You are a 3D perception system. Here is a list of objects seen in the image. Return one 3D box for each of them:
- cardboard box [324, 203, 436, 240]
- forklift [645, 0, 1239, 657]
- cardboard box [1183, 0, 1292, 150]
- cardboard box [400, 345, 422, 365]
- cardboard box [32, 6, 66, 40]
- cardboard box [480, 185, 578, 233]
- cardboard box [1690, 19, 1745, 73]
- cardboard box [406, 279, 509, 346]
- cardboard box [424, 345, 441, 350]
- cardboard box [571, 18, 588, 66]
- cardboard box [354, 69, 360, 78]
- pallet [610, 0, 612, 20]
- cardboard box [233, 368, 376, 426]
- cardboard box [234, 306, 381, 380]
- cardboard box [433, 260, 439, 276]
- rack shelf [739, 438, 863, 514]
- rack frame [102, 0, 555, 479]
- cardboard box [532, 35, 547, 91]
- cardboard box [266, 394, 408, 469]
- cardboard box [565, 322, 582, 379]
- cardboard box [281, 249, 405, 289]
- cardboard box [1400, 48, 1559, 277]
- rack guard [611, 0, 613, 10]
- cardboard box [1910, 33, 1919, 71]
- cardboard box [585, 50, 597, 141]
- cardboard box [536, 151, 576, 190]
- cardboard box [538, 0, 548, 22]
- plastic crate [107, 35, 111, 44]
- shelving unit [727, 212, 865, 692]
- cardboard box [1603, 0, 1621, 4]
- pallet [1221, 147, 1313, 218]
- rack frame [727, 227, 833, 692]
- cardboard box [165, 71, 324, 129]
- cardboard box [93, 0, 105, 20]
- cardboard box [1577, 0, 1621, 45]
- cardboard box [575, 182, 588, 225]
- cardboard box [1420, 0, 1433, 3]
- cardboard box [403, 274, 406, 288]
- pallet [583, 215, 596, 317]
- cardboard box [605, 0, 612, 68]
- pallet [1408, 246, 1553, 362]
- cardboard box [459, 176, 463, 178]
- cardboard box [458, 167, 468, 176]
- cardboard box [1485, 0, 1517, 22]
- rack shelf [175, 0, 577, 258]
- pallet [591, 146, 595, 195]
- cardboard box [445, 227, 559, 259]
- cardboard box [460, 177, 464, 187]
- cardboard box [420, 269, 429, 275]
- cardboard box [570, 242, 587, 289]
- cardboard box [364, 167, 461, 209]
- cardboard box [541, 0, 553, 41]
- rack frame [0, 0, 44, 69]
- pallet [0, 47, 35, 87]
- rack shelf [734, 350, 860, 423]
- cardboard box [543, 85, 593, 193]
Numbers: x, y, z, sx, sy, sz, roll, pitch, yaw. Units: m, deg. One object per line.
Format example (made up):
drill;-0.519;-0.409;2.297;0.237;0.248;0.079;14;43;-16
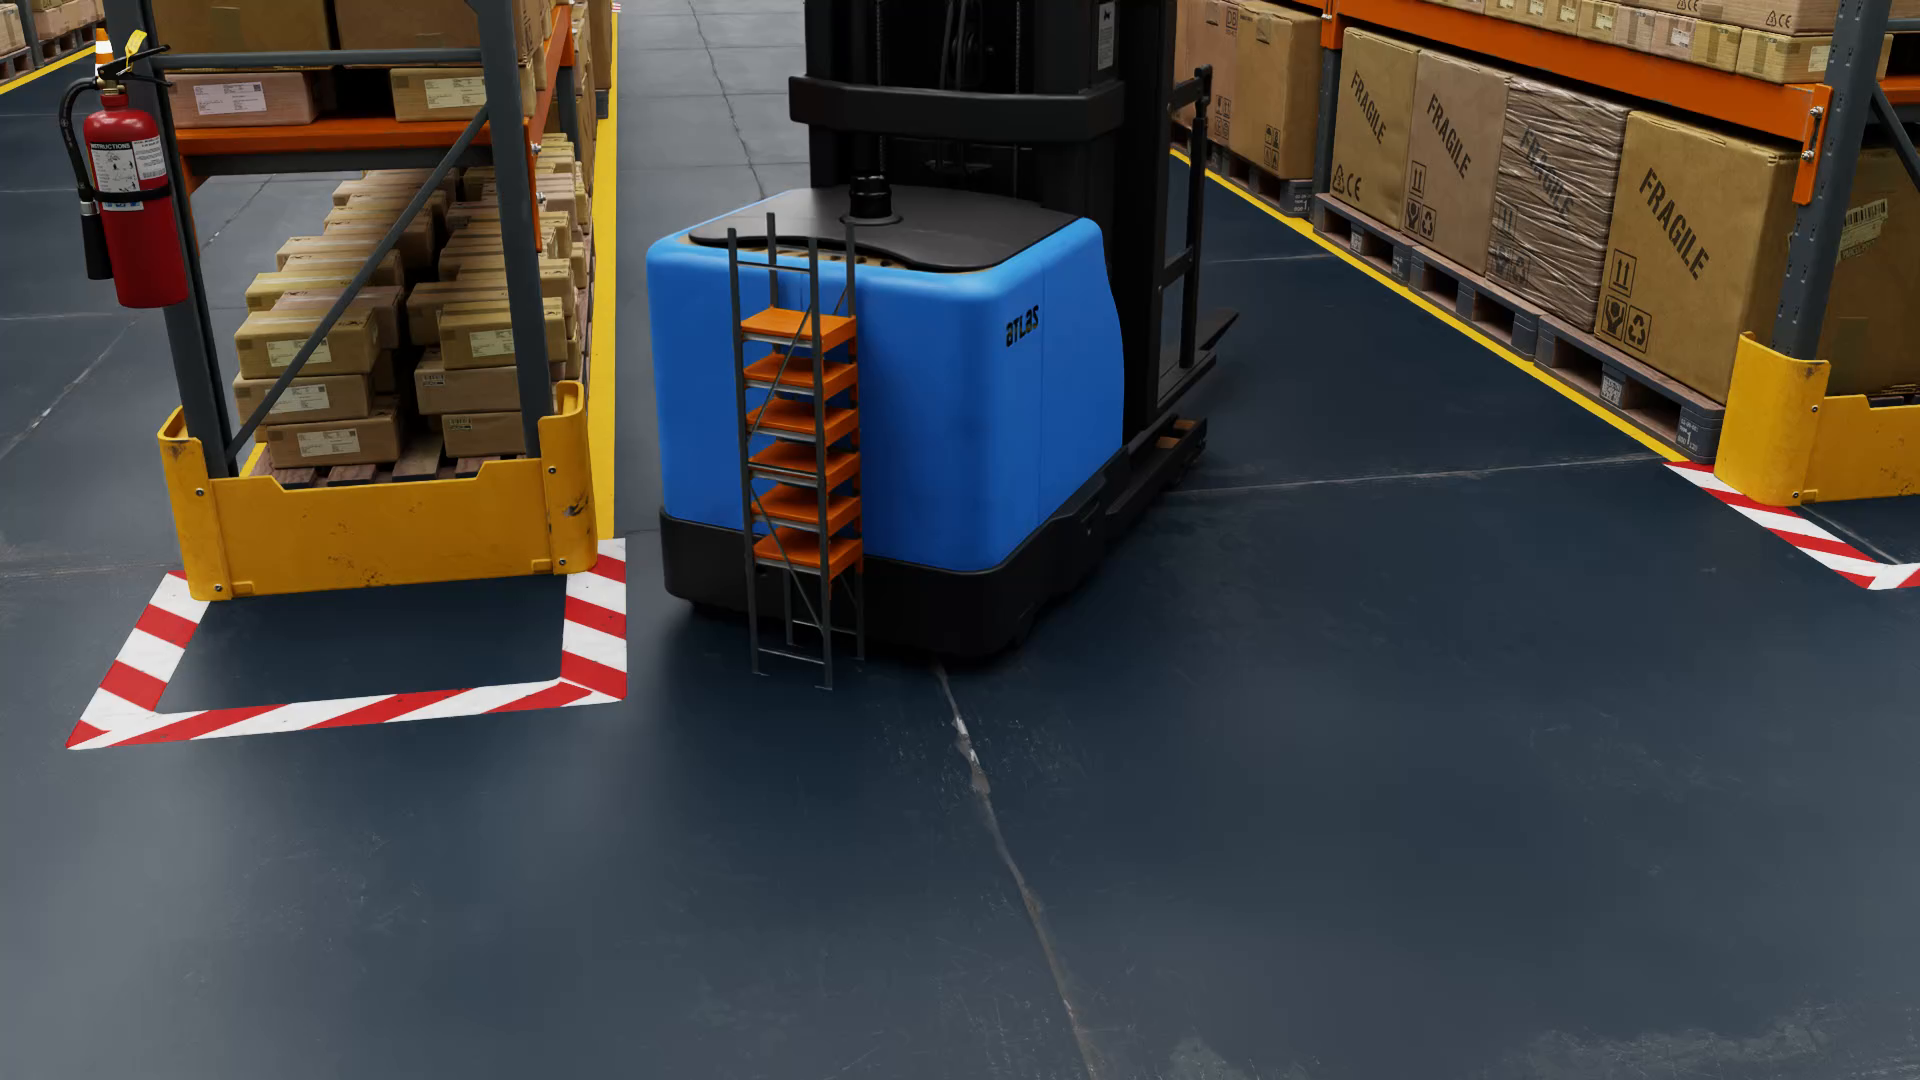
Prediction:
cardboard box;-2.308;-1.237;6.628;0.380;0.149;0.250;-4;24;-9
forklift;0.221;-1.595;5.239;1.130;2.935;3.031;10;26;22
cardboard box;2.157;-2.993;10.486;1.225;0.875;0.875;-5;24;-12
cardboard box;-2.165;-0.650;6.028;0.380;0.149;0.250;-4;24;-9
cardboard box;-8.601;-4.771;15.336;0.500;0.250;0.500;-5;24;-12
cardboard box;-1.797;-1.376;6.947;0.380;0.149;0.250;-5;24;-12
cardboard box;2.761;-1.702;5.714;0.380;0.149;0.250;-4;24;-9
cardboard box;-1.625;-0.762;5.540;0.380;0.149;0.250;-4;24;-9
cardboard box;-1.664;-0.721;5.819;0.380;0.149;0.250;-4;24;-9
cardboard box;-2.500;-2.957;9.933;0.500;0.250;0.500;-3;24;-8
cardboard box;-2.171;-1.561;5.391;0.380;0.149;0.250;-4;24;-8
pallet;-4.426;-5.979;18.676;1.003;0.211;1.213;-4;24;-10
cardboard box;-2.071;-0.481;5.269;0.380;0.149;0.250;-5;24;-11
cardboard box;-2.039;-0.620;5.217;0.380;0.149;0.250;-4;24;-9
cardboard box;-2.354;-1.167;7.211;0.380;0.149;0.250;-5;24;-12
rack shelf;-0.405;-0.165;4.241;0.258;0.103;0.180;10;26;22
rack frame;-1.692;-1.272;4.415;1.000;3.000;0.127;-4;24;-10
cardboard box;-1.515;-1.516;5.287;0.380;0.149;0.250;-5;24;-11
cardboard box;-1.995;-0.350;5.341;0.380;0.149;0.250;-4;24;-9
cardboard box;-1.596;-0.691;6.121;0.380;0.149;0.250;-4;24;-9
cardboard box;-2.188;-0.923;5.908;0.380;0.149;0.250;-5;24;-12
cardboard box;2.671;-1.772;7.690;0.875;0.875;0.875;-4;24;-10
rack guard;-4.656;-6.430;19.347;1.175;0.500;0.348;-4;24;-10
cardboard box;3.459;-1.649;5.591;0.380;0.149;0.250;-4;24;-9
cardboard box;-2.587;-2.815;10.546;0.500;0.500;0.500;-5;24;-12
cardboard box;-1.971;-1.689;7.663;0.380;0.149;0.250;-5;24;-10
cardboard box;-1.706;-2.054;5.708;0.500;0.500;0.500;-4;24;-9
plastic crate;-8.242;-4.927;16.430;0.402;0.080;0.583;-13;27;-28
shelving unit;-0.405;-0.206;4.223;0.258;1.200;0.189;10;26;22
cardboard box;2.663;-2.238;6.442;0.500;0.250;0.500;-5;24;-12
pallet;2.244;-2.193;10.008;1.003;0.211;1.213;-4;24;-10
rack frame;-0.442;-0.173;4.146;0.240;1.200;0.006;10;26;22
cardboard box;-2.031;-1.265;4.711;0.380;0.149;0.250;-4;24;-10
cardboard box;-8.893;-5.384;16.741;0.500;0.250;0.500;-5;24;-12
cardboard box;2.621;-2.002;6.400;0.380;0.149;0.250;-5;24;-11
cardboard box;-1.932;-1.558;7.735;0.380;0.149;0.250;-5;24;-12
cardboard box;2.337;-2.607;7.785;0.380;0.149;0.250;-5;24;-11
cardboard box;-2.277;-0.888;6.201;0.380;0.149;0.250;-4;24;-9
pallet;-2.273;-1.306;7.977;1.003;0.211;1.213;-4;24;-10
cardboard box;-3.361;-4.170;13.337;1.050;0.750;0.750;-4;24;-9
pallet;2.754;-1.109;7.526;1.003;0.211;1.213;-4;24;-10
cardboard box;-2.817;-2.165;9.058;0.500;0.500;0.500;-5;24;-11
cardboard box;-2.572;-1.853;8.040;0.380;0.149;0.250;-3;24;-8
cardboard box;2.479;-2.304;7.091;0.380;0.149;0.250;-5;24;-11
rack shelf;-2.062;-1.729;6.361;1.077;0.370;4.000;-4;24;-10
pallet;-2.807;-2.355;10.378;1.003;0.211;1.213;-4;24;-10
cardboard box;-1.715;-1.071;6.250;0.380;0.149;0.250;-3;24;-8
cardboard box;-2.545;-1.609;7.851;0.380;0.149;0.250;-4;24;-9
cardboard box;-2.405;-1.195;6.905;0.380;0.149;0.250;-4;24;-10
cardboard box;-1.833;-1.196;7.277;0.380;0.149;0.250;-4;24;-10
cardboard box;-2.414;-1.544;7.331;0.380;0.149;0.250;-5;24;-11
cardboard box;-1.790;-2.026;6.455;0.380;0.149;0.250;-4;24;-9
rack frame;-8.757;-5.586;14.293;1.000;3.000;0.127;-4;24;-10
pallet;-8.612;-4.002;14.150;1.003;0.211;1.213;-4;24;-10
rack shelf;-0.405;-0.385;4.145;0.258;0.103;0.180;10;26;22
cardboard box;-2.308;-2.203;9.145;0.500;0.500;0.500;-3;24;-8
